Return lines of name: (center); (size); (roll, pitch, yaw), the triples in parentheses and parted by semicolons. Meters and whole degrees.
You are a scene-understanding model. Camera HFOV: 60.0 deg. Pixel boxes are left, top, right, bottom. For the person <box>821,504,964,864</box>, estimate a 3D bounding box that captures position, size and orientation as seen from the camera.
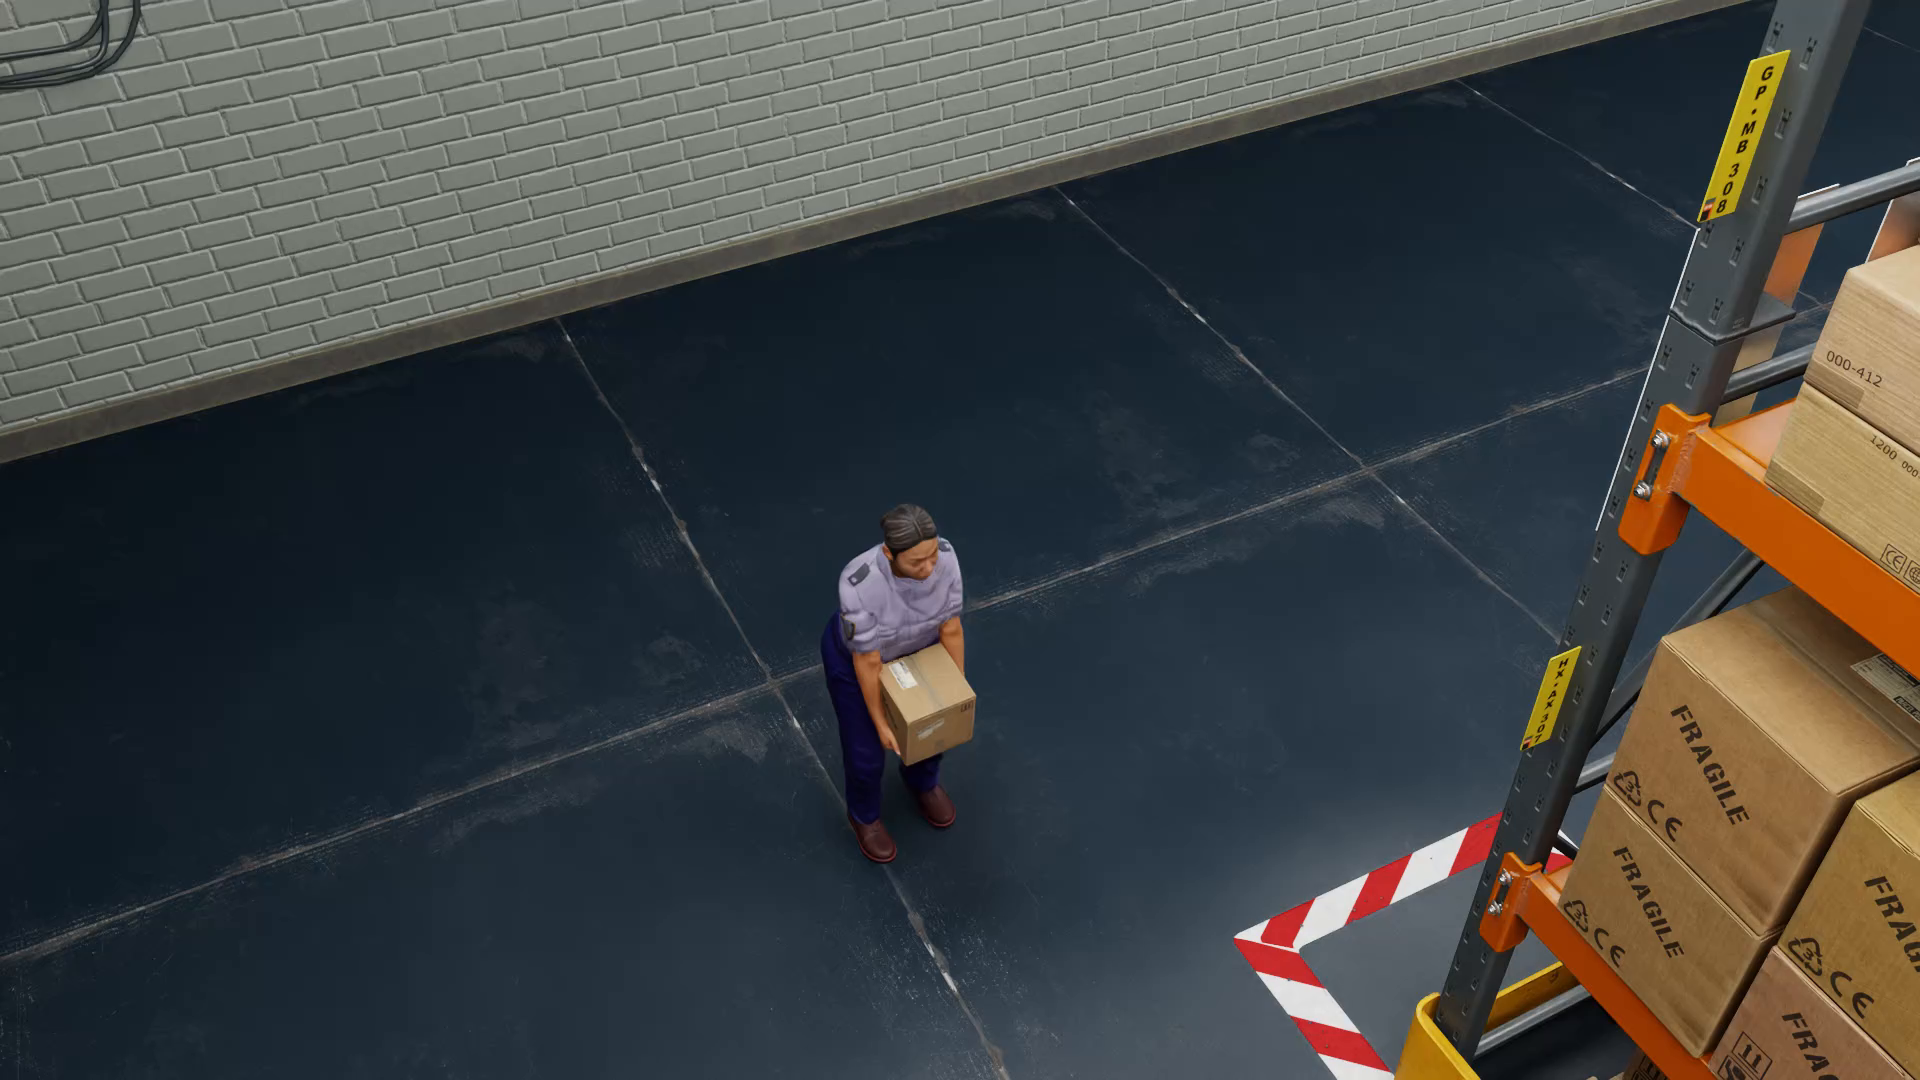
person: (-0.209, 0.462, 5.684); (0.434, 1.610, 0.567); (-20, 45, -21)
